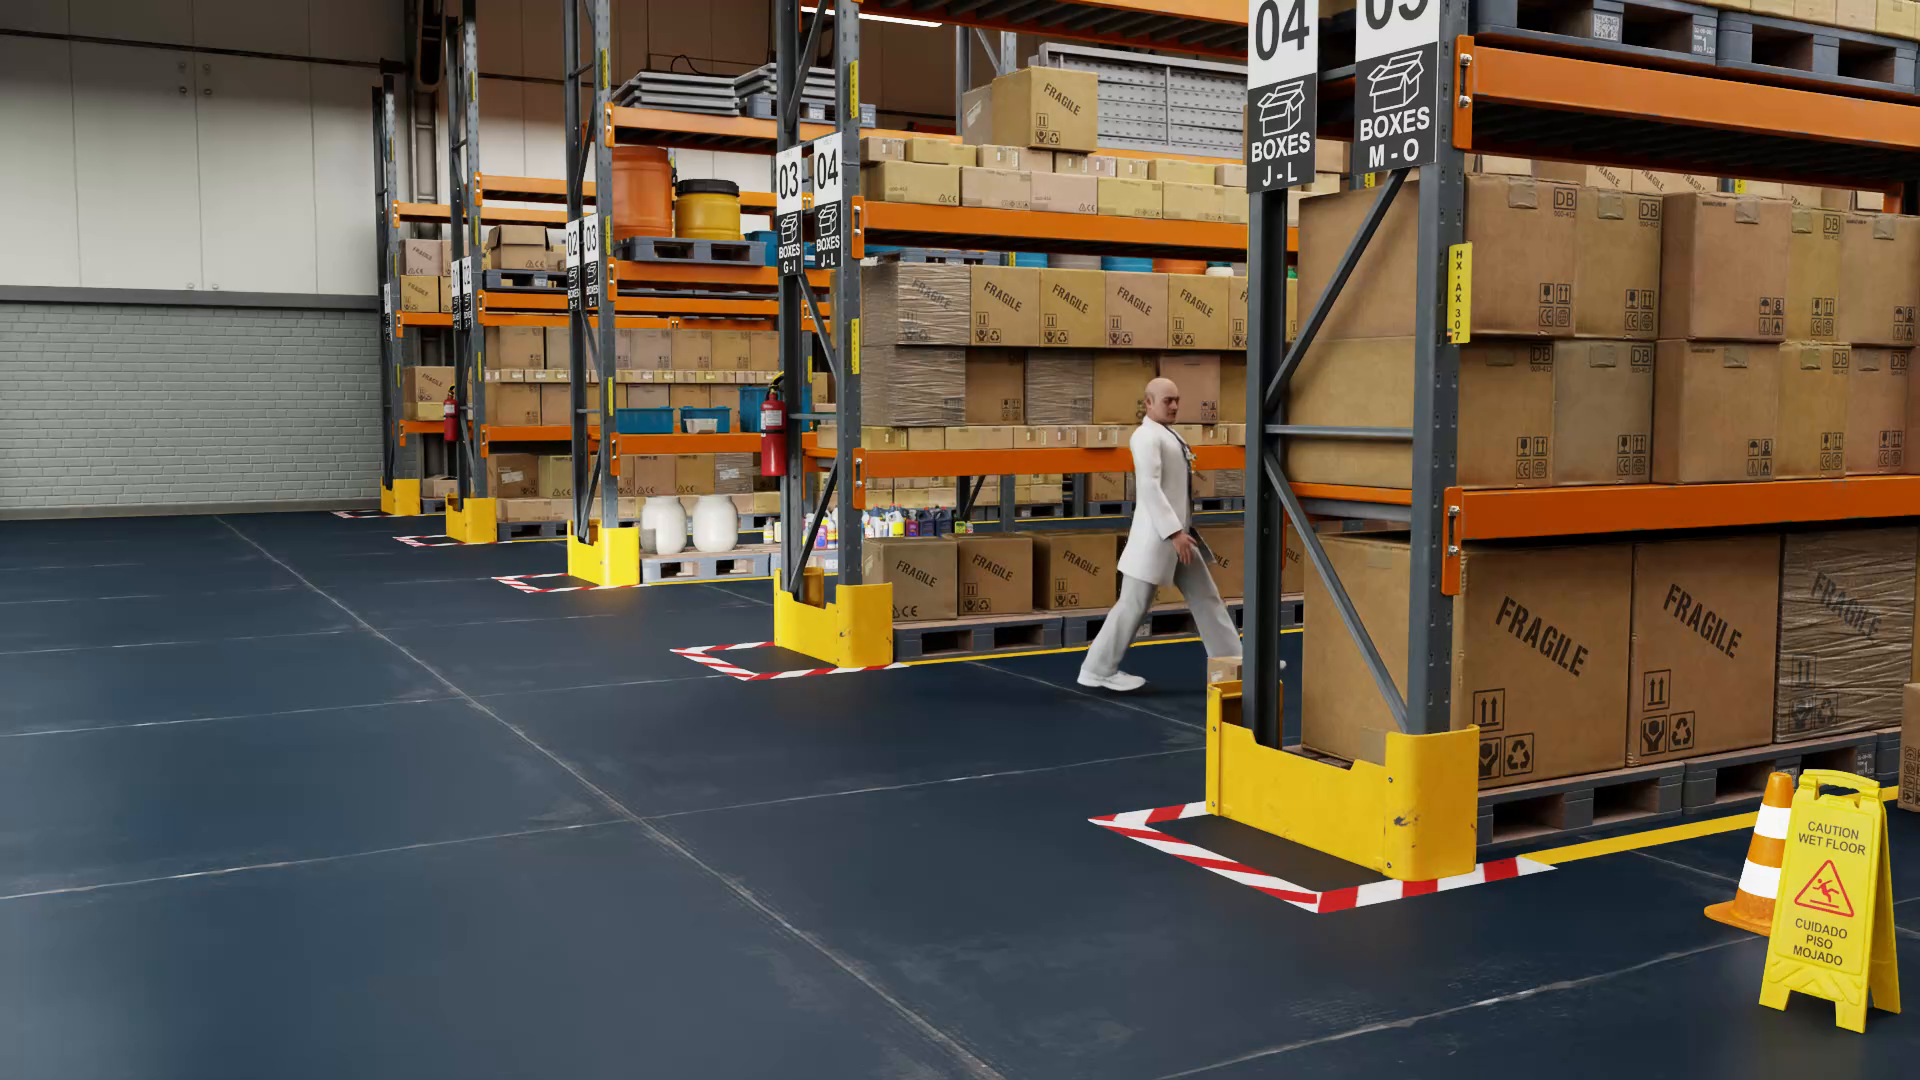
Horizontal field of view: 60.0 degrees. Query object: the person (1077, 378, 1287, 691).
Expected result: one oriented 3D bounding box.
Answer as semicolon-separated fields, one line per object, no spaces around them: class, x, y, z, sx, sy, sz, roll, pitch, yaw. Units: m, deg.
person;1.212;-0.025;9.089;1.089;1.720;0.626;2;5;24
